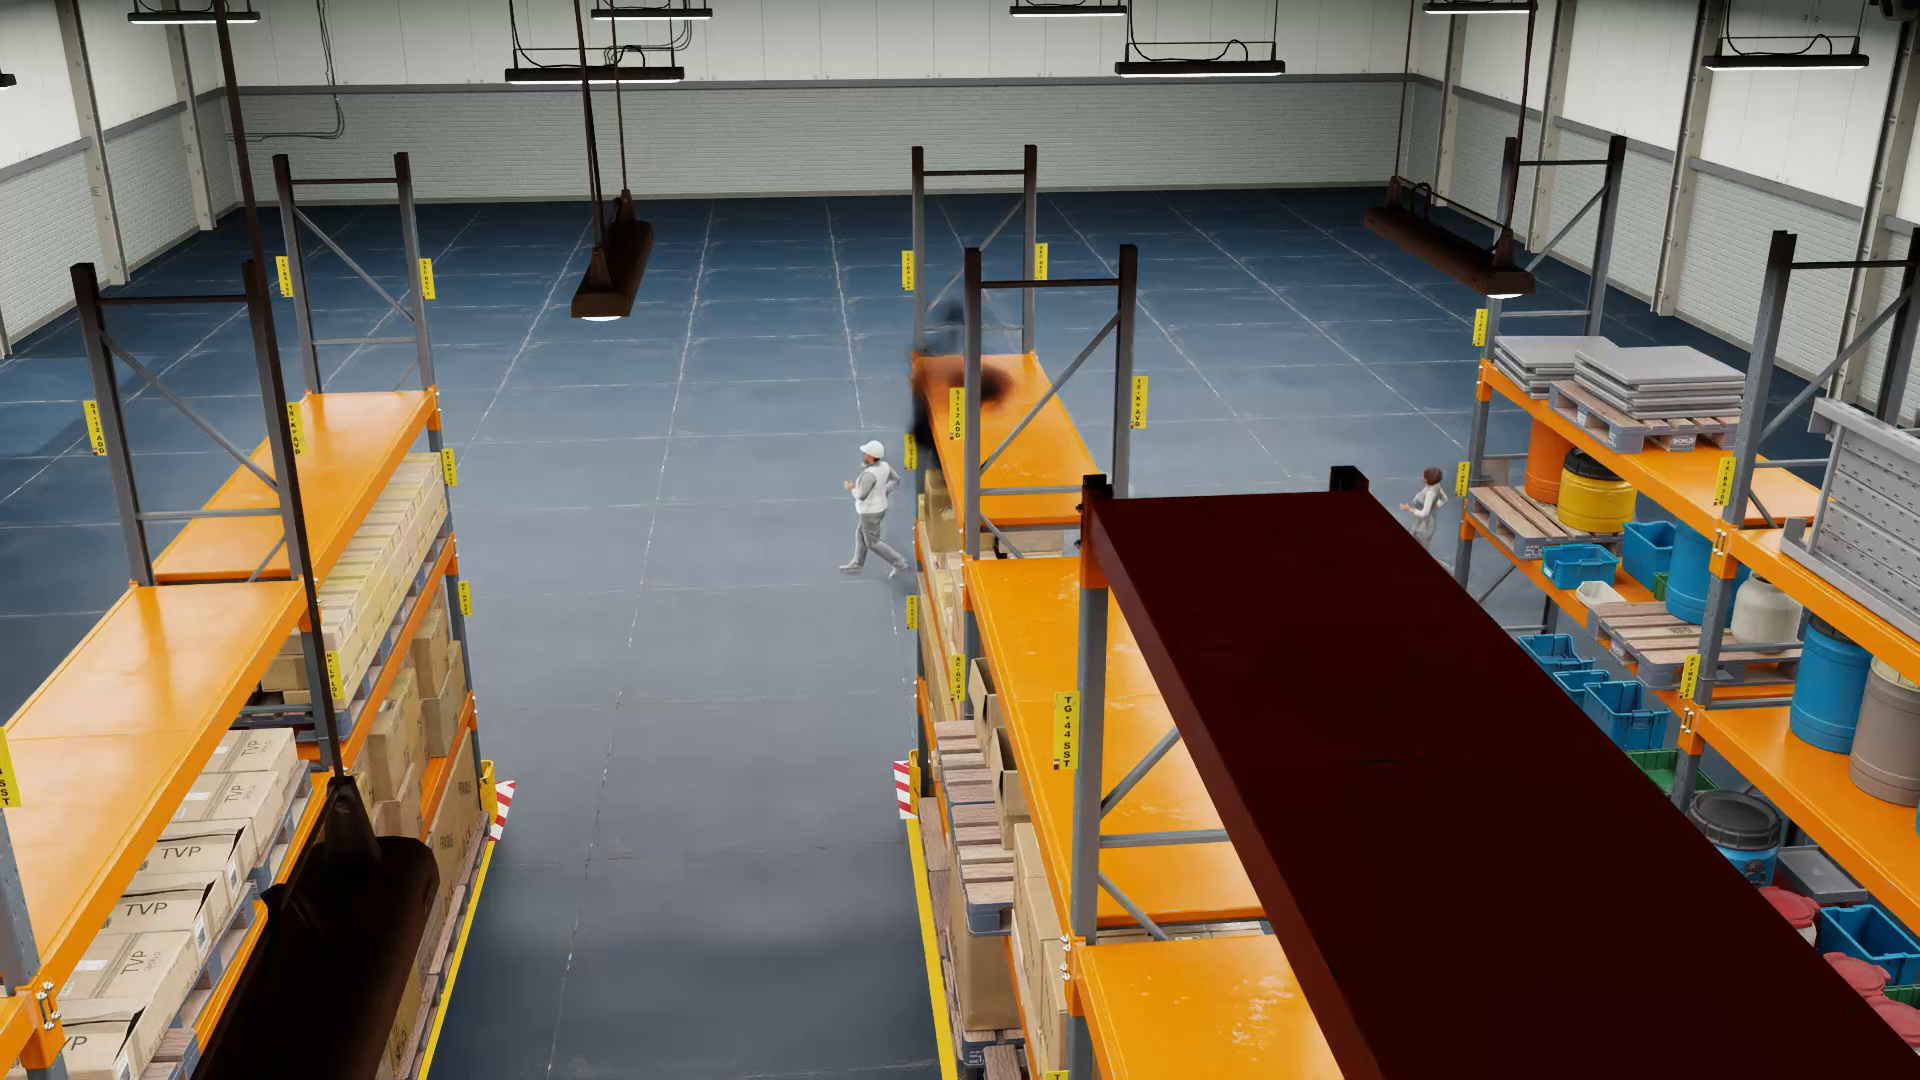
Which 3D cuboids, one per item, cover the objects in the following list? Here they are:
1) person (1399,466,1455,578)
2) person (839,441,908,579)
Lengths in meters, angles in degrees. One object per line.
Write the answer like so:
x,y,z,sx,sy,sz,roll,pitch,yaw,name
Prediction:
5.554,-0.139,19.818,0.846,1.571,0.546,8,23,18,person
-1.054,-0.368,20.114,0.969,1.749,0.659,7,23,18,person
